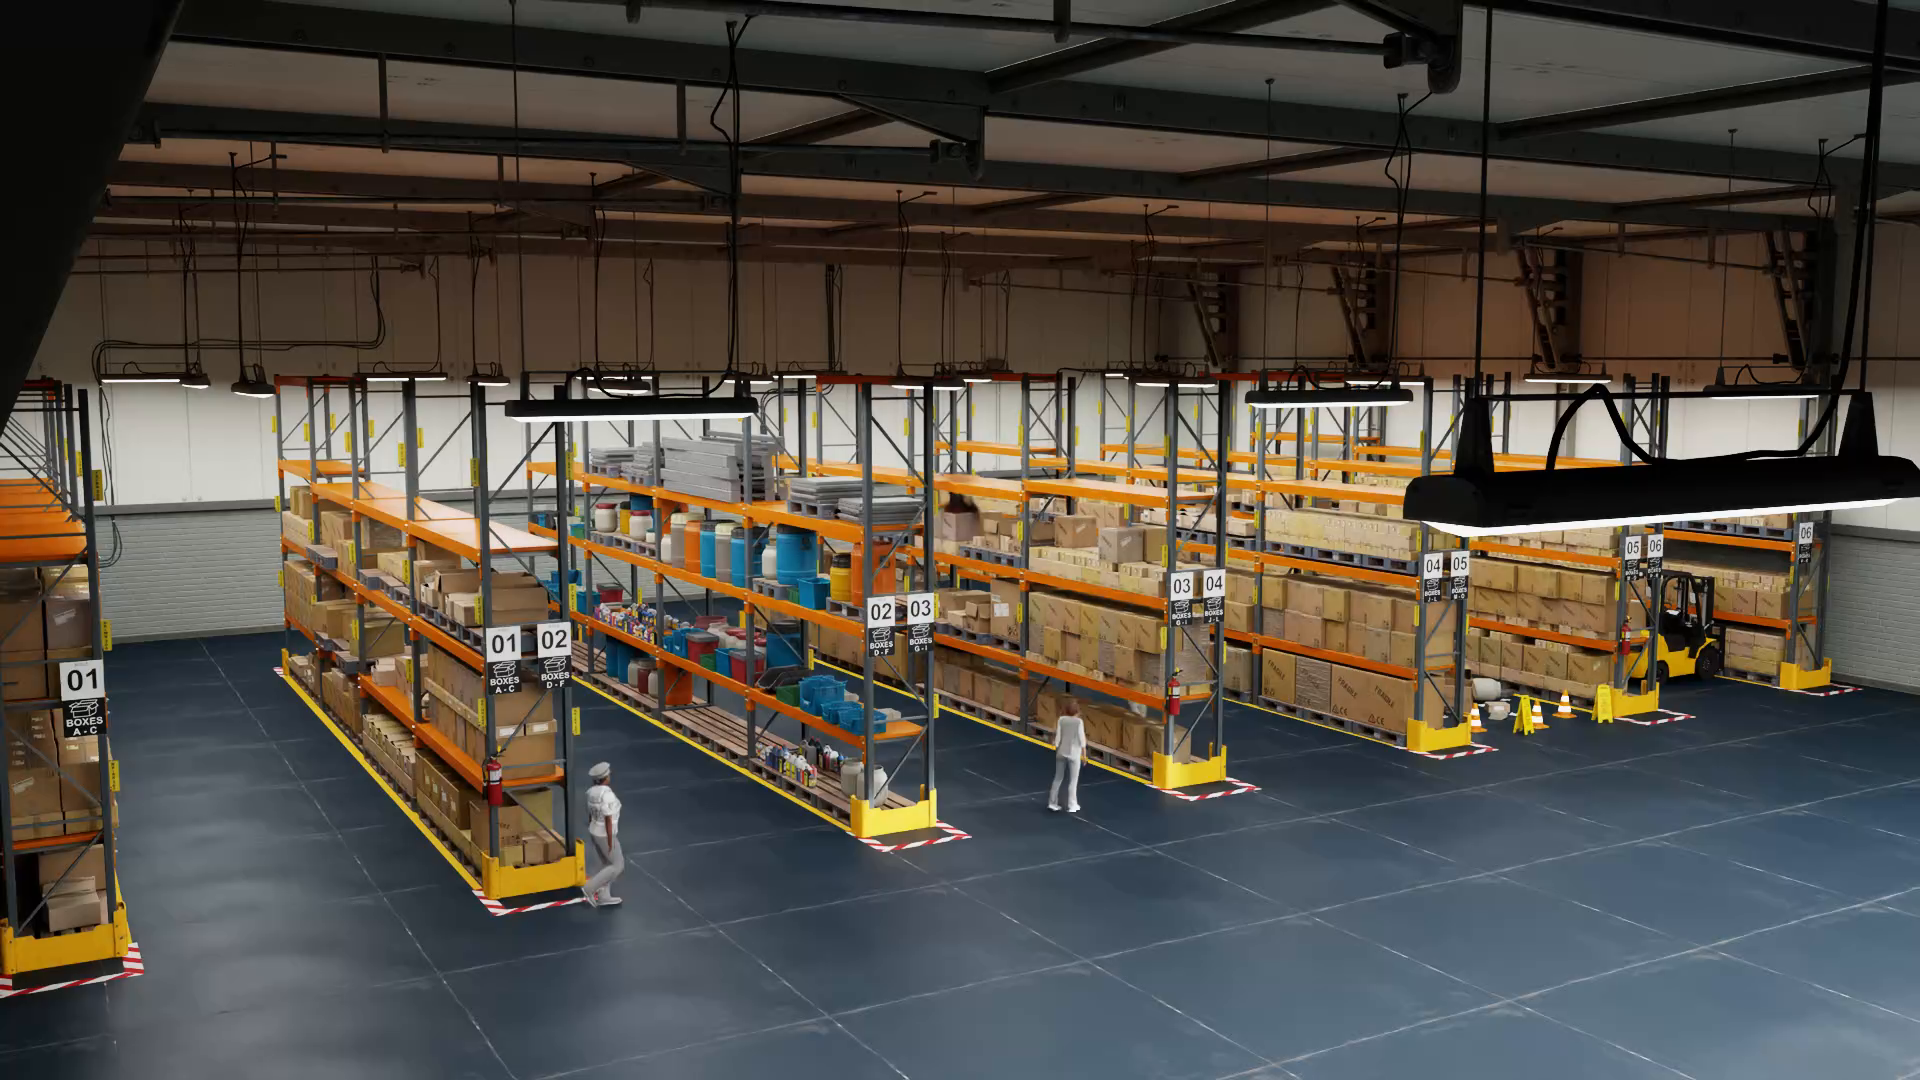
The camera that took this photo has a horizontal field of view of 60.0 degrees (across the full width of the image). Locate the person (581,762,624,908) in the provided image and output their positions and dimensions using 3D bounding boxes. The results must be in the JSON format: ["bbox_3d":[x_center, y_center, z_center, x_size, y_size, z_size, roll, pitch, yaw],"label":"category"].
[{"bbox_3d":[-4.147,3.395,19.110,0.511,1.674,0.500,-3,7,-24],"label":"person"}]

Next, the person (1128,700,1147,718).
[{"bbox_3d":[3.090,2.314,28.465,0.573,1.741,0.670,0,6,0],"label":"person"}]

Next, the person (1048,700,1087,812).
[{"bbox_3d":[1.521,3.016,23.229,0.505,1.625,0.356,4,7,31],"label":"person"}]

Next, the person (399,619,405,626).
[{"bbox_3d":[-12.223,1.558,35.788,0.492,1.725,0.546,-2,7,-19],"label":"person"}]
